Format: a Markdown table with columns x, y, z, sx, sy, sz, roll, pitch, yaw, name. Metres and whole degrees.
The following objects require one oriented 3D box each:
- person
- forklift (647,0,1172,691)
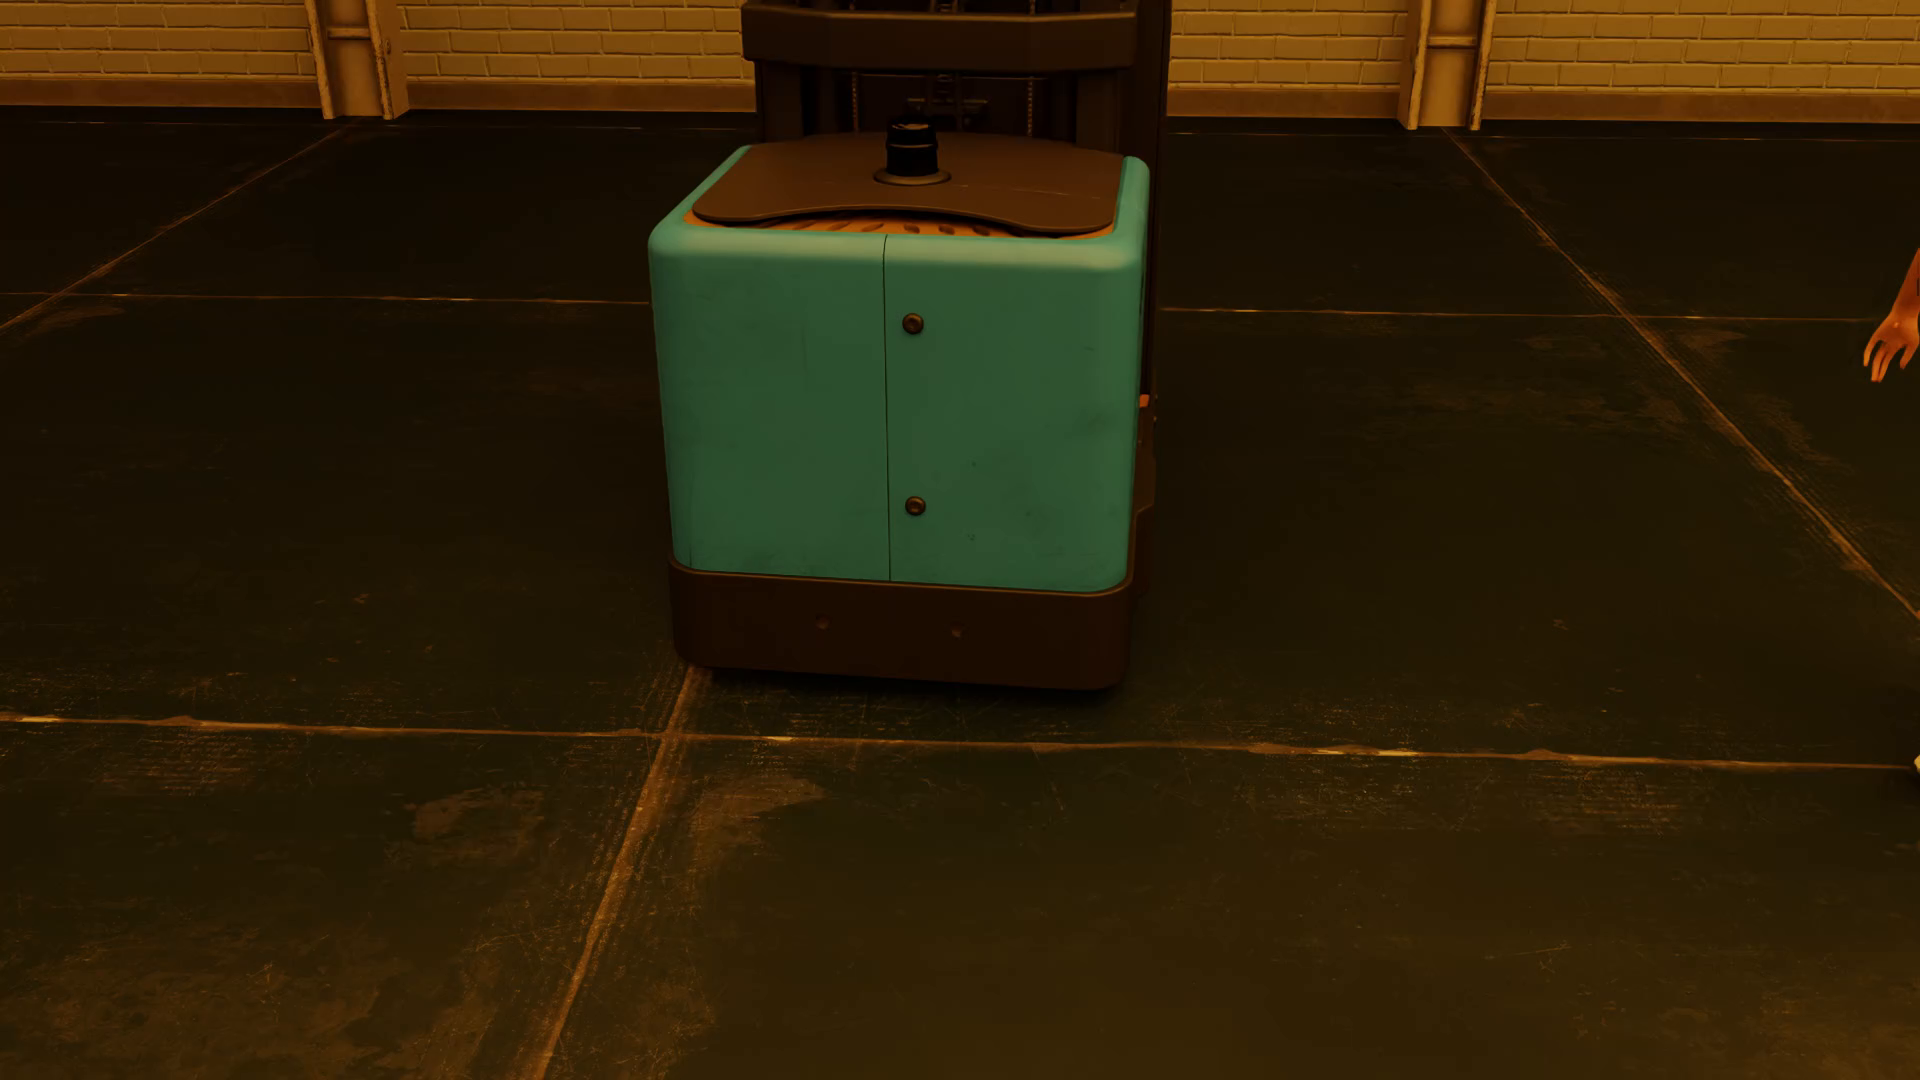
| x | y | z | sx | sy | sz | roll | pitch | yaw | name |
| --- | --- | --- | --- | --- | --- | --- | --- | --- | --- |
| 2.175 | -0.217 | 3.176 | 0.664 | 1.617 | 0.632 | 2 | 26 | 4 | person |
| 0.033 | -1.603 | 4.458 | 1.130 | 2.935 | 3.031 | 3 | 26 | 6 | forklift |
